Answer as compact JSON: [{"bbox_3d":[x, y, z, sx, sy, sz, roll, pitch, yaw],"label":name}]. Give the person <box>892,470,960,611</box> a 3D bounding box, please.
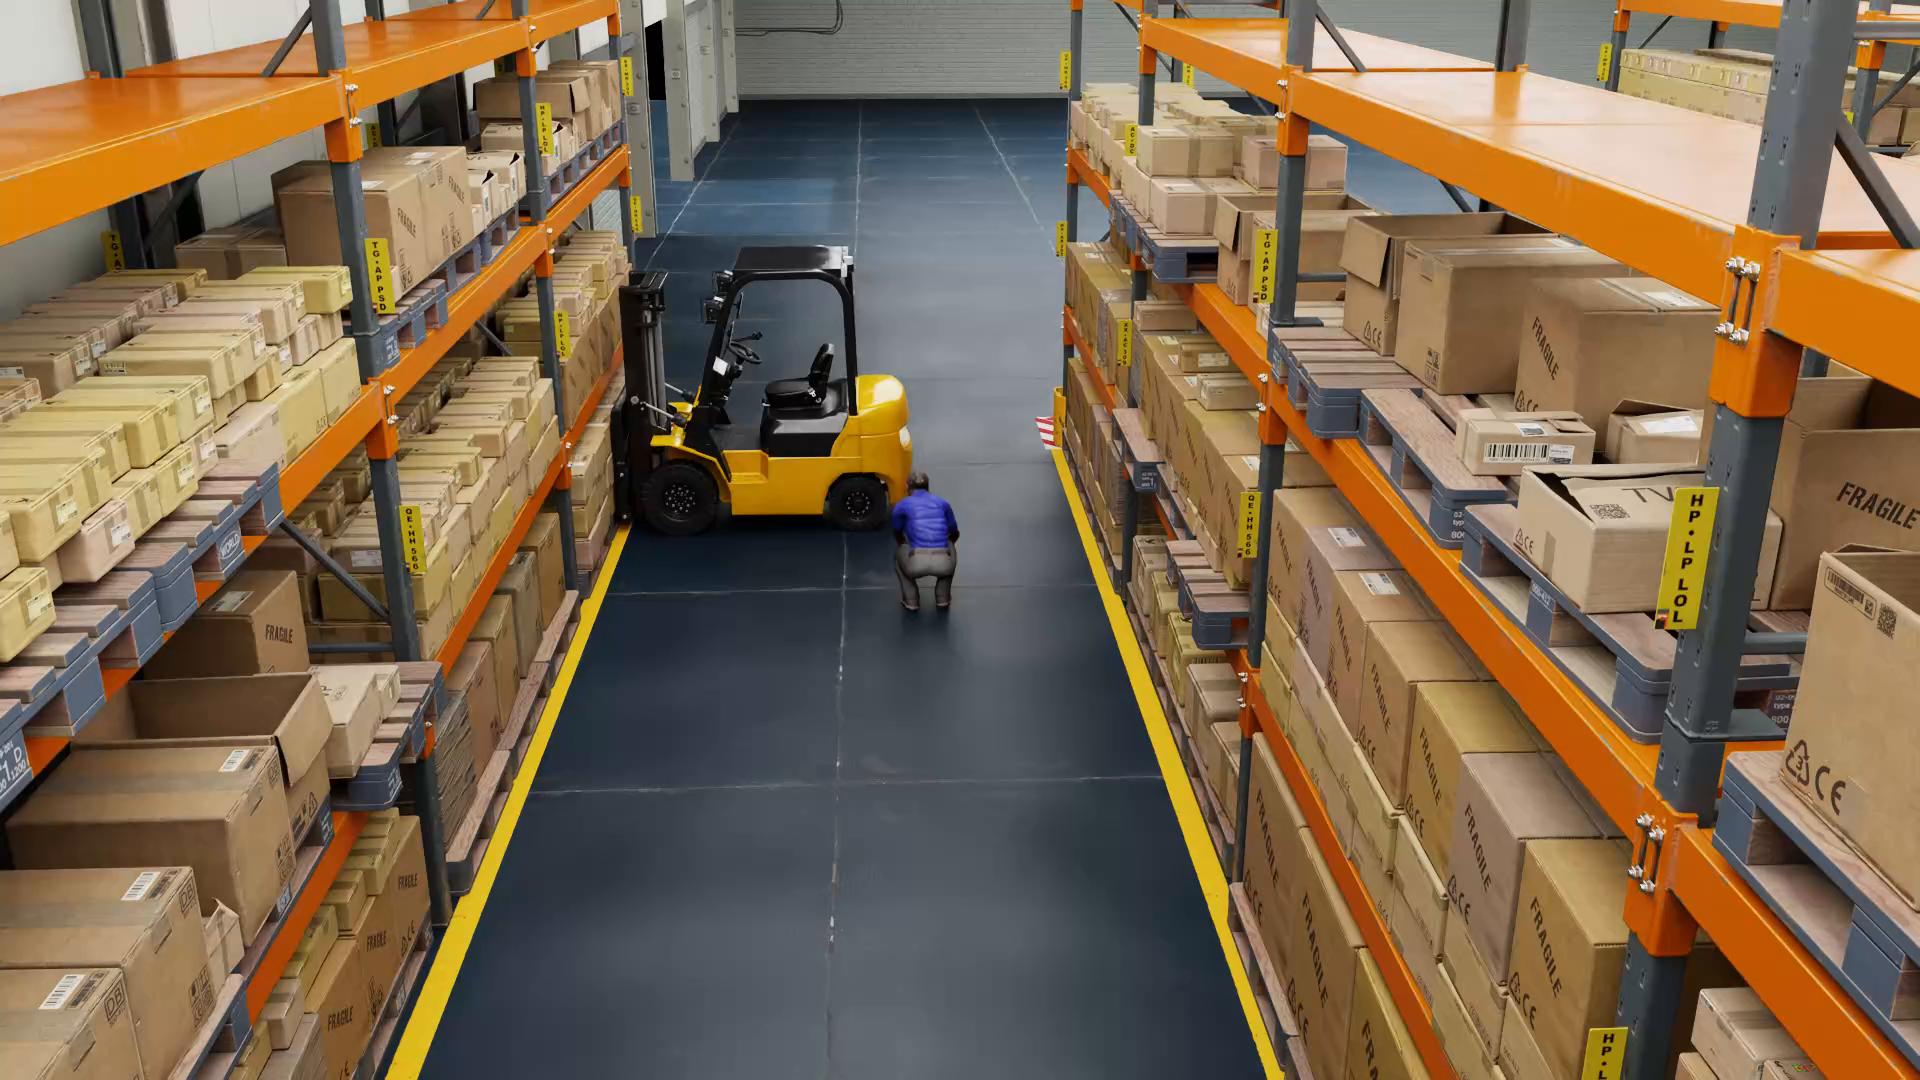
[{"bbox_3d":[-0.242,-0.005,12.166,0.505,0.926,0.811,-1,21,-3],"label":"person"}]
